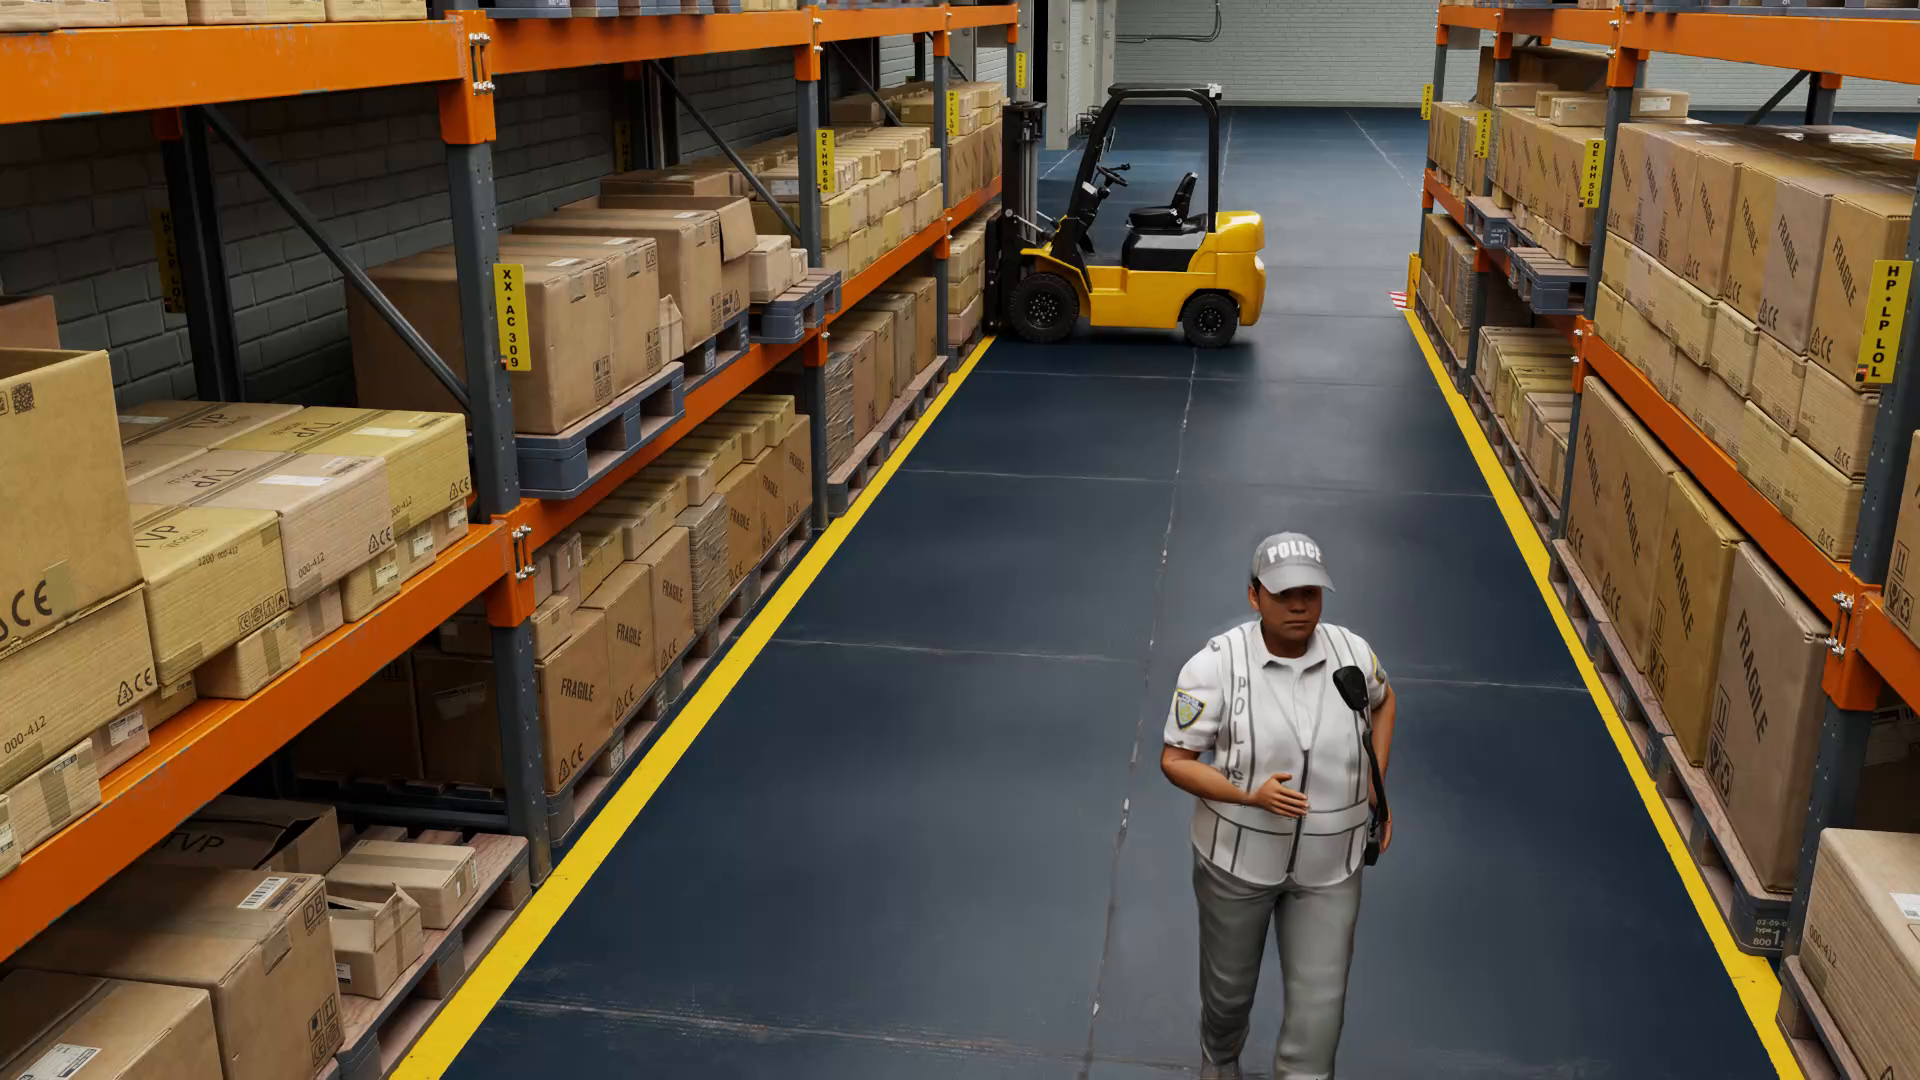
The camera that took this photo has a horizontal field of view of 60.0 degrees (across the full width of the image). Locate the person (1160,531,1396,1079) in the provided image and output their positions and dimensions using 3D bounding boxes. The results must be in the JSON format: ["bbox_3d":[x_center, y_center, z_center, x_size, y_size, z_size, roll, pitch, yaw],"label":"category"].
[{"bbox_3d":[0.780,0.809,4.032,0.602,1.680,0.777,1,18,2],"label":"person"}]
